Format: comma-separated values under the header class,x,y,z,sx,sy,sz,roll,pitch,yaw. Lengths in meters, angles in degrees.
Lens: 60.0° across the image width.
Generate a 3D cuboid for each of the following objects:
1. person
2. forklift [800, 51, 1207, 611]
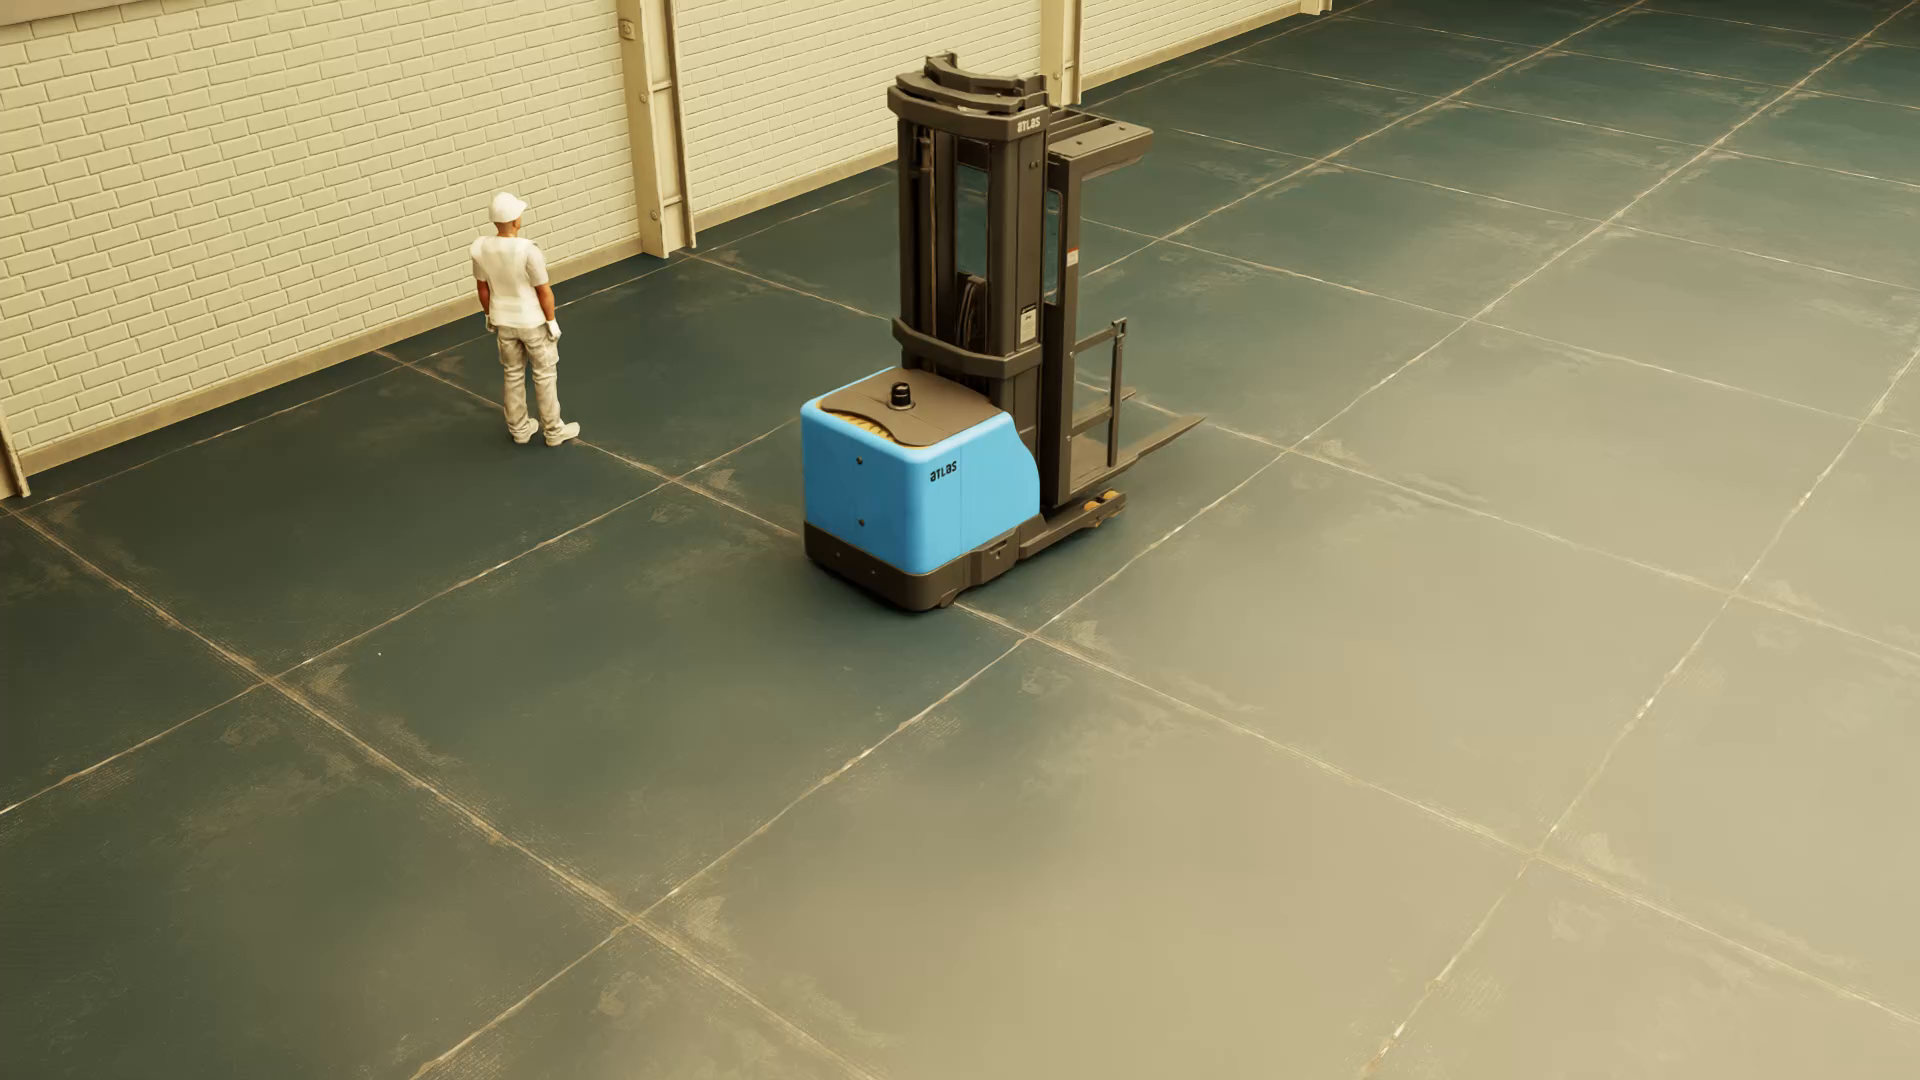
class,x,y,z,sx,sy,sz,roll,pitch,yaw
person,-2.965,-1.495,11.289,0.544,1.790,0.371,8,31,14
forklift,0.426,-1.504,10.169,1.130,2.935,3.031,26,39,37
